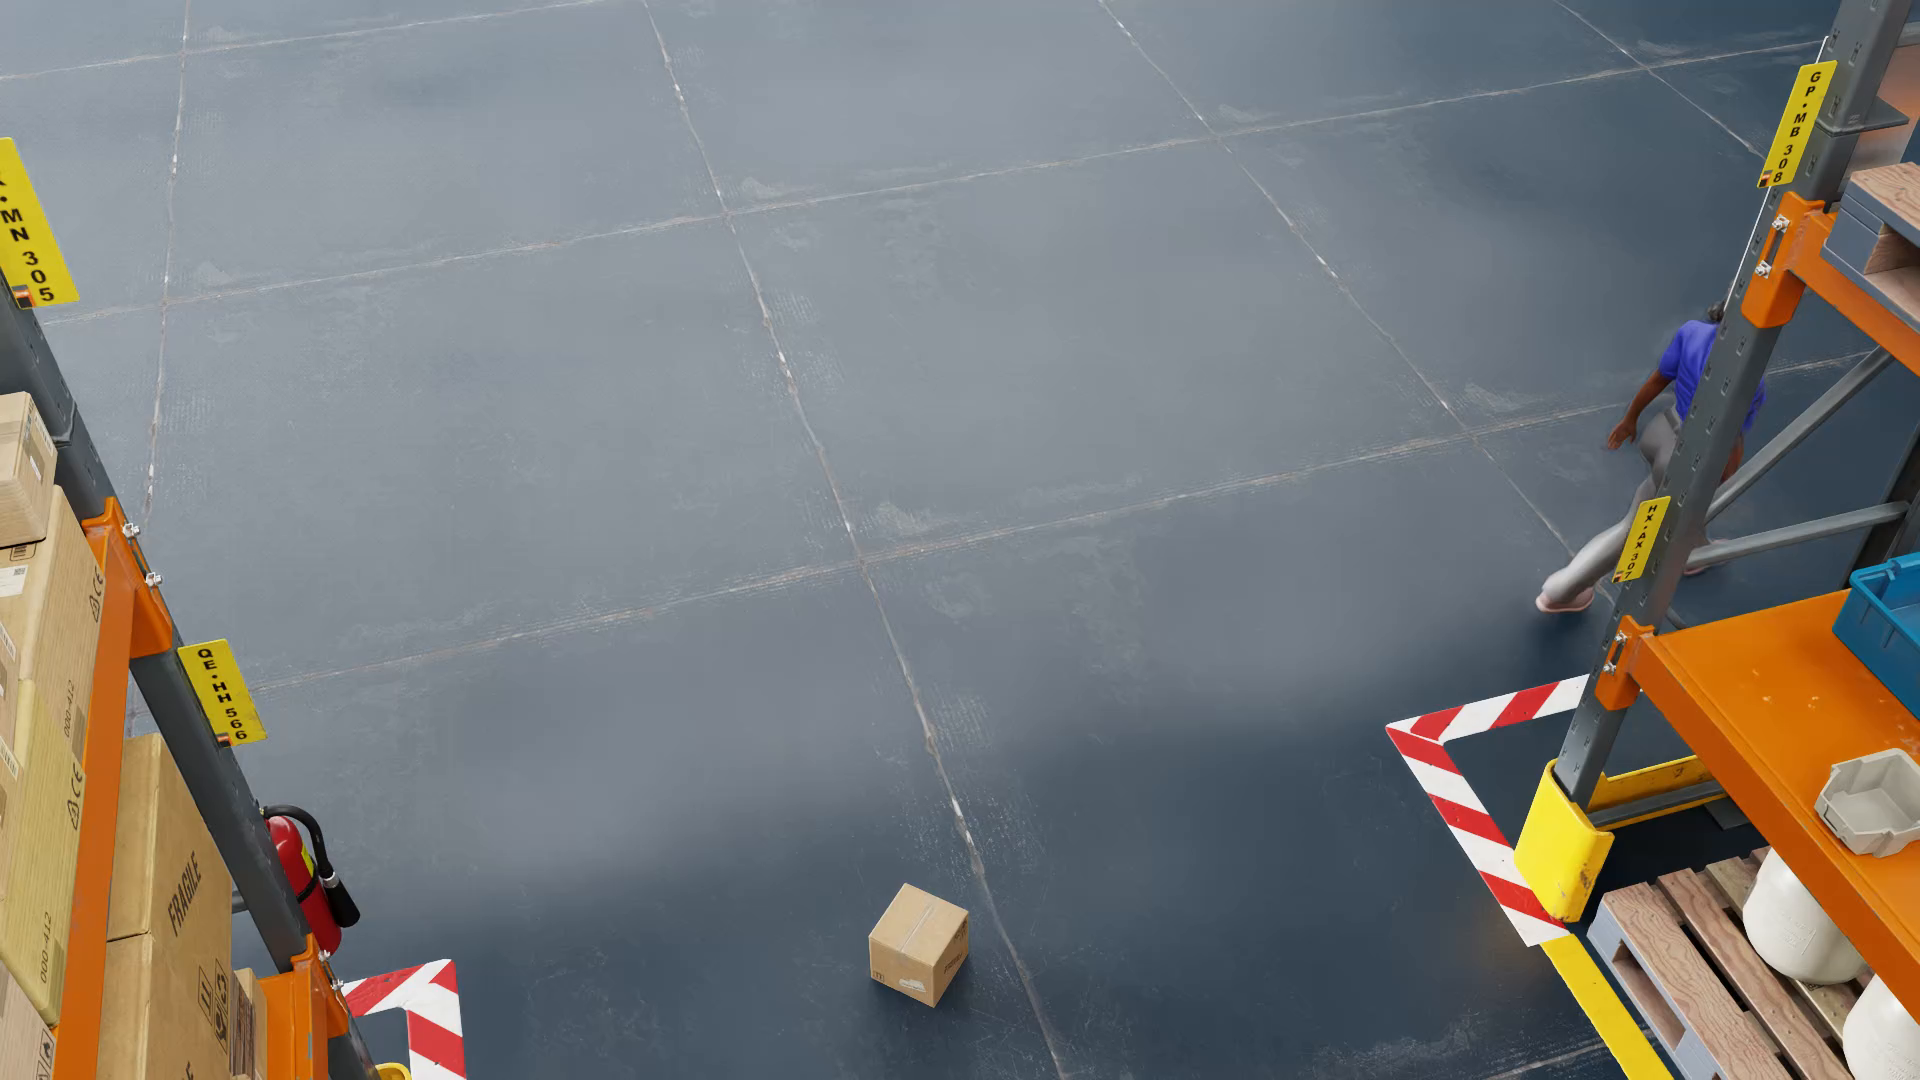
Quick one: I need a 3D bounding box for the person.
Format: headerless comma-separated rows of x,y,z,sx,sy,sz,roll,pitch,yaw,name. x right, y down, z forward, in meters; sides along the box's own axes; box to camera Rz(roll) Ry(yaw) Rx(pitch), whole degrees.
2.899,-0.368,6.557,1.006,1.592,0.527,-7,43,-7,person
